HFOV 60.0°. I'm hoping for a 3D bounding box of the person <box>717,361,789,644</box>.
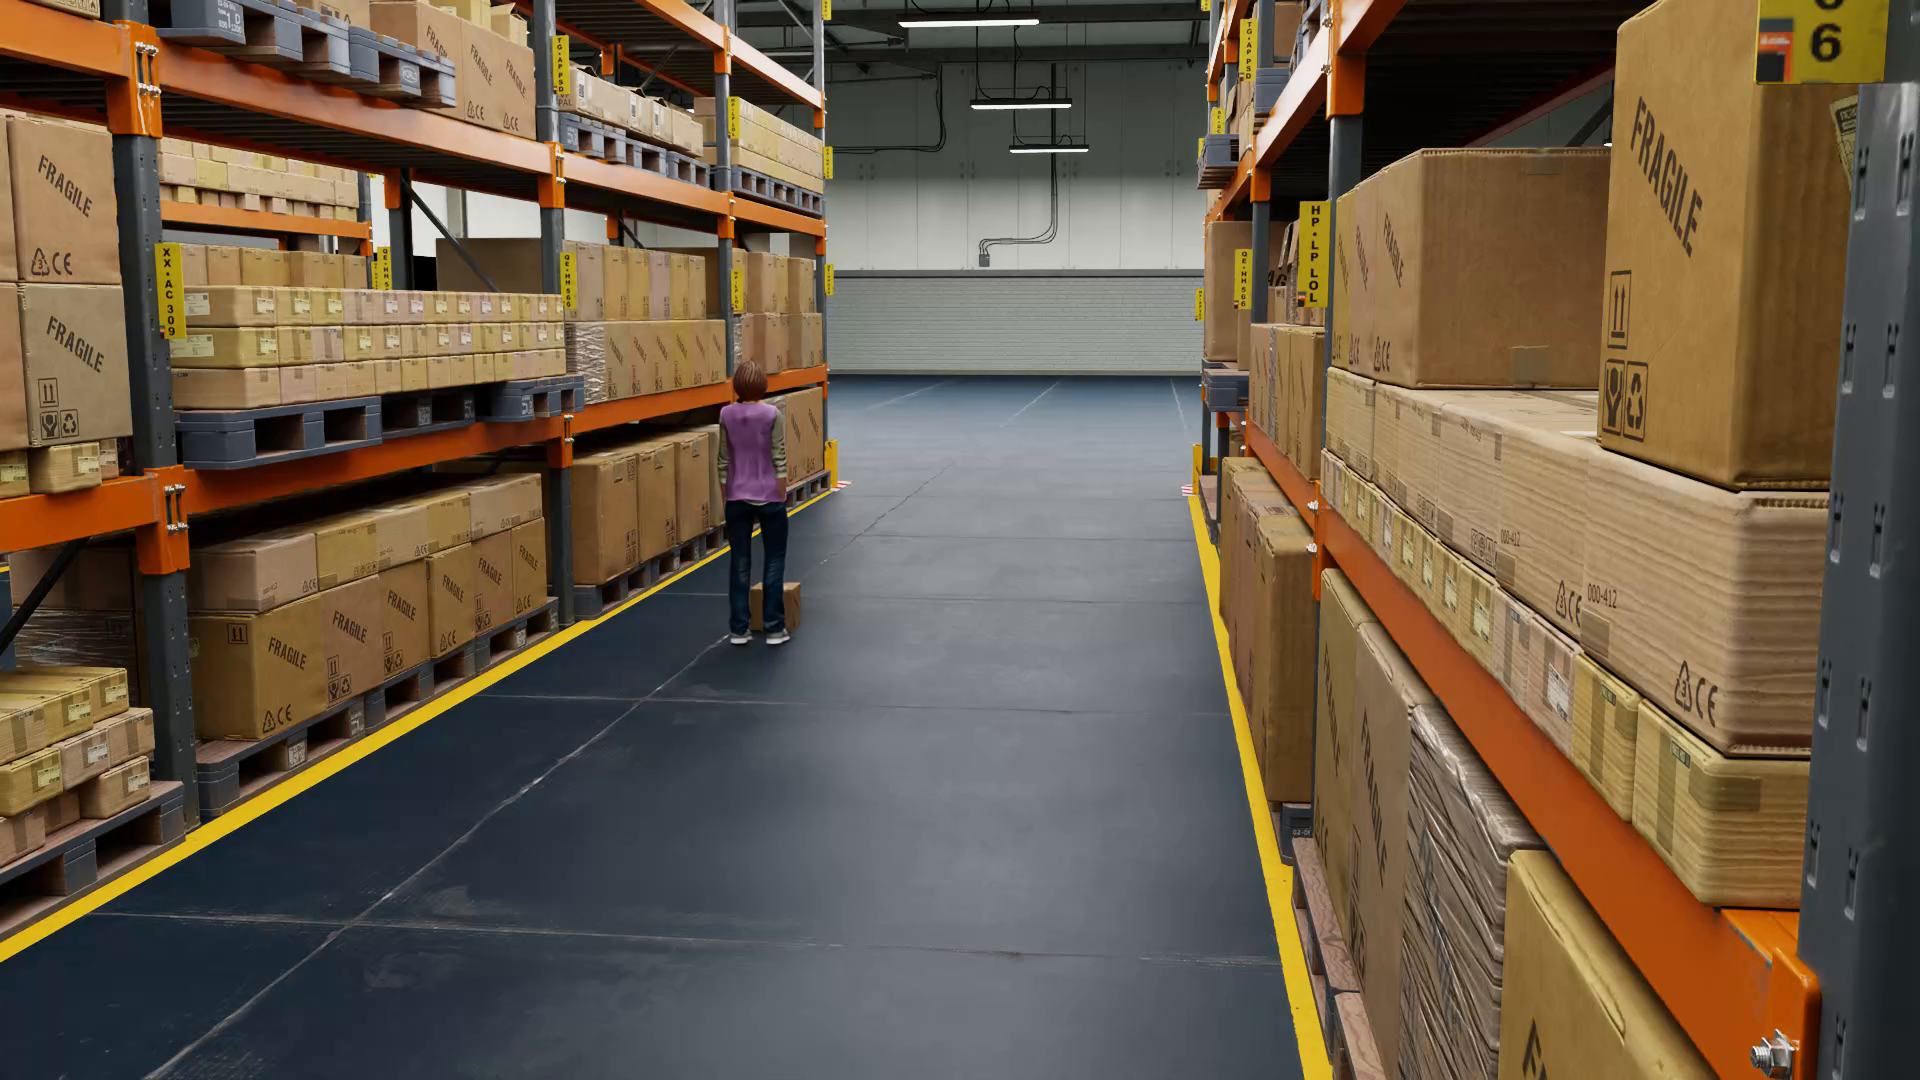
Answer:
[{"bbox_3d":[-1.165,-0.204,9.346,0.406,1.594,0.308,1,8,8],"label":"person"}]
